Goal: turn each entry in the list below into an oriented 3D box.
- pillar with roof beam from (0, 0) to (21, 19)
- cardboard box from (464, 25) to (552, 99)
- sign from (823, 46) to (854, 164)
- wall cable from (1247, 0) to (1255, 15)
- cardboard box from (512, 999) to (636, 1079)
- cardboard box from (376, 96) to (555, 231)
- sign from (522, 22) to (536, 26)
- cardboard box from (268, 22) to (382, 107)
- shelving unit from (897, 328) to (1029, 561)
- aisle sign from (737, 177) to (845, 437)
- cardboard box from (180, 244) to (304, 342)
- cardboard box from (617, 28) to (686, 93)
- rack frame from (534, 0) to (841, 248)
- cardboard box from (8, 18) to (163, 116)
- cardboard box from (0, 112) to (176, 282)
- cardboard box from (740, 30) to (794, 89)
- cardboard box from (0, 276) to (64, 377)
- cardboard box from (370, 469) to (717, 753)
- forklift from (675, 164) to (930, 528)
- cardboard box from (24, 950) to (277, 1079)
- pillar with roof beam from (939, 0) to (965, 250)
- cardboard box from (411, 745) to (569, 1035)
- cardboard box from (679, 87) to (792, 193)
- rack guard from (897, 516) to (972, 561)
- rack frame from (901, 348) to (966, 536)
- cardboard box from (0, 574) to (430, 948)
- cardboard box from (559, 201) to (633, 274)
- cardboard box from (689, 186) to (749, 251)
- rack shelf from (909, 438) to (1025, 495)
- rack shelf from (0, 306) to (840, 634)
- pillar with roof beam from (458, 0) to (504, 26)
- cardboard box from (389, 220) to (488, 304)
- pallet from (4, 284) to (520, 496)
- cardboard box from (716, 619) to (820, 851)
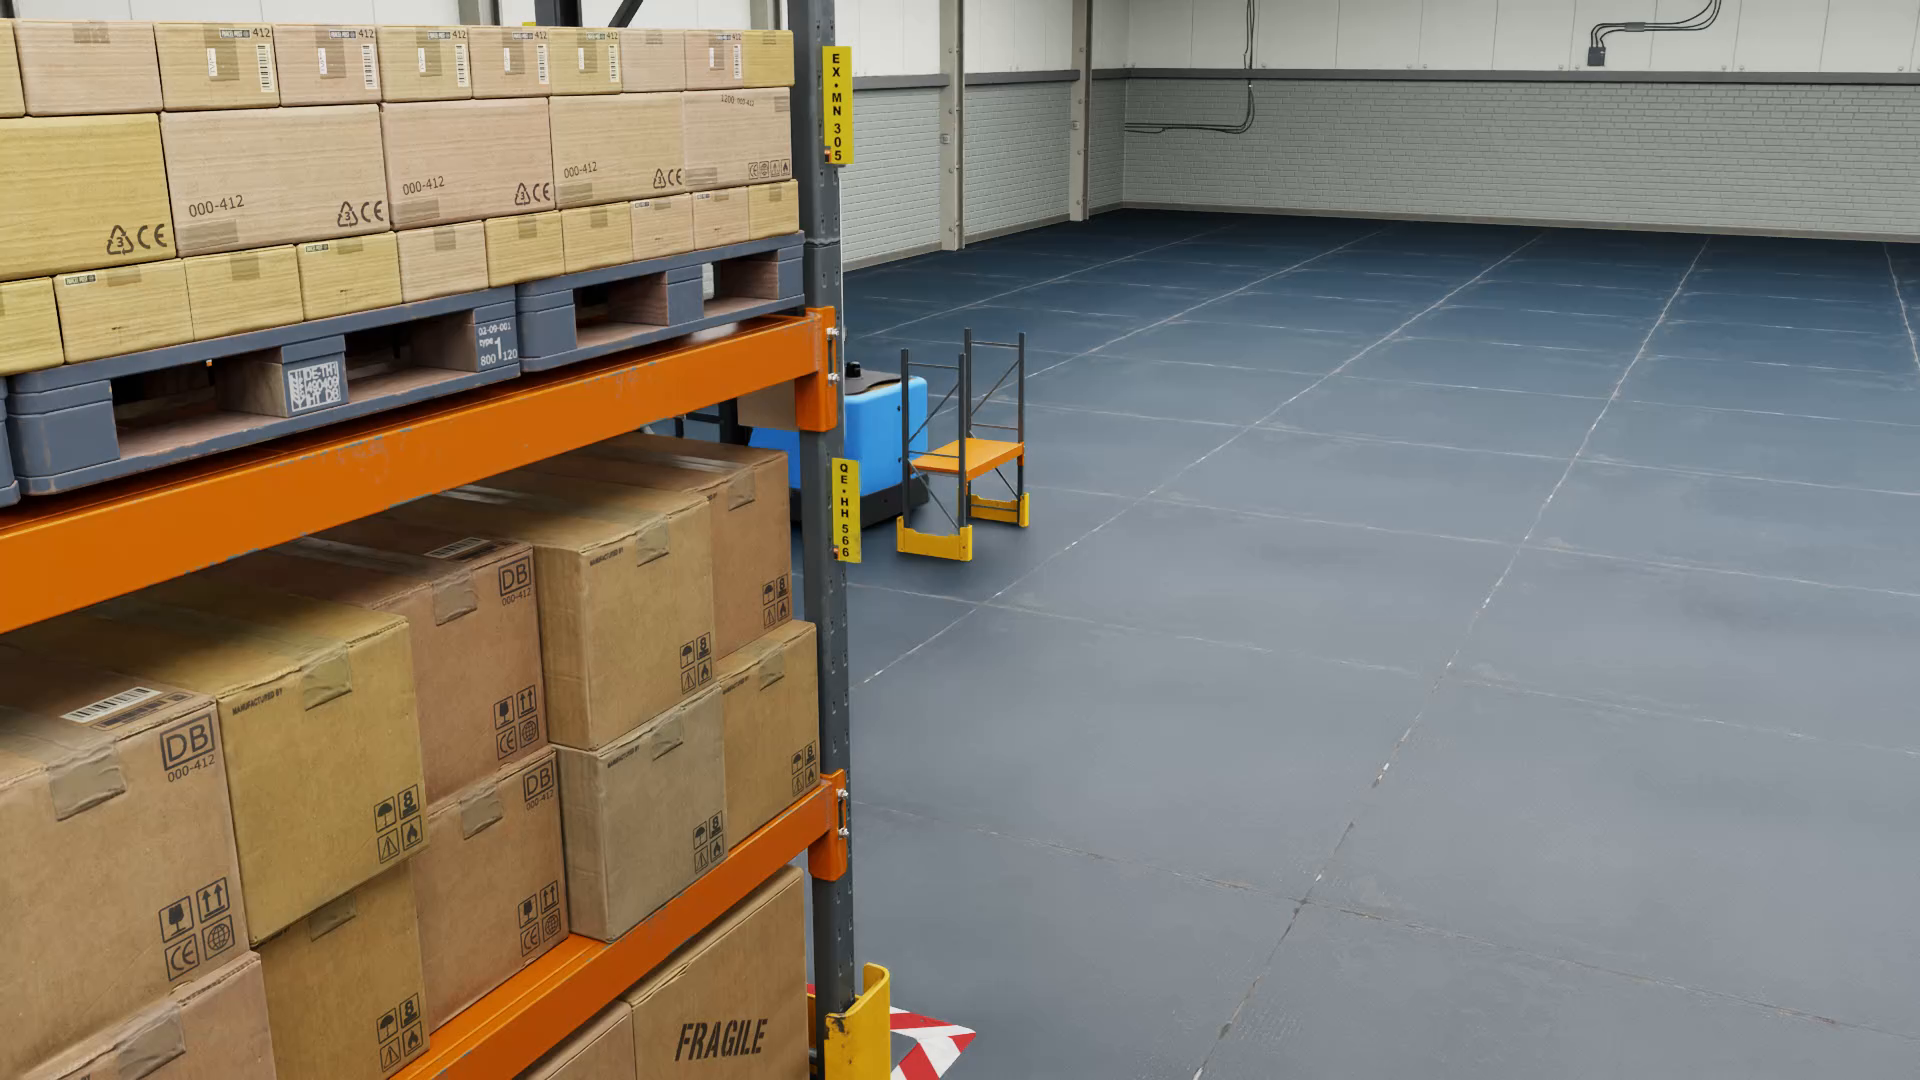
[{"bbox_3d":[-4.332,-4.522,11.945,9.100,9.000,0.400,8,18,25],"label":"pillar with roof beam"},{"bbox_3d":[-1.133,-1.056,3.670,0.380,0.149,0.250,8,18,26],"label":"cardboard box"},{"bbox_3d":[-0.352,-1.246,4.766,0.100,0.325,0.005,8,18,25],"label":"sign"},{"bbox_3d":[7.460,-12.354,34.896,3.097,2.526,0.112,8,18,25],"label":"wall cable"},{"bbox_3d":[-1.467,1.729,4.430,0.875,0.875,0.875,8,18,25],"label":"cardboard box"},{"bbox_3d":[-1.250,-0.837,3.632,0.500,0.250,0.500,8,18,25],"label":"cardboard box"},{"bbox_3d":[-1.325,-1.461,5.233,0.100,0.325,0.005,8,18,25],"label":"sign"},{"bbox_3d":[-1.360,-0.926,3.231,0.380,0.149,0.250,8,18,26],"label":"cardboard box"},{"bbox_3d":[0.034,-0.738,12.376,0.587,1.500,1.083,8,18,25],"label":"shelving unit"},{"bbox_3d":[-0.532,-0.720,5.115,0.394,0.787,0.004,8,18,25],"label":"aisle sign"},{"bbox_3d":[-1.473,-0.479,3.128,0.380,0.149,0.250,8,18,26],"label":"cardboard box"},{"bbox_3d":[-0.906,-1.185,4.106,0.380,0.149,0.250,8,19,26],"label":"cardboard box"},{"bbox_3d":[-0.832,-2.370,4.698,1.000,3.000,0.127,8,18,25],"label":"rack frame"},{"bbox_3d":[-1.585,-0.798,2.802,0.380,0.149,0.250,8,18,25],"label":"cardboard box"},{"bbox_3d":[-1.701,-0.579,2.766,0.500,0.250,0.500,8,18,25],"label":"cardboard box"},{"bbox_3d":[-0.678,-1.314,4.539,0.380,0.149,0.250,8,18,26],"label":"cardboard box"},{"bbox_3d":[-1.699,-0.351,2.697,0.380,0.149,0.250,8,18,24],"label":"cardboard box"},{"bbox_3d":[-1.195,0.158,4.565,0.875,0.550,0.550,8,18,25],"label":"cardboard box"},{"bbox_3d":[-1.754,-1.770,13.337,3.031,2.935,1.130,11,20,32],"label":"forklift"},{"bbox_3d":[-1.893,1.092,3.316,0.875,0.550,0.550,8,18,25],"label":"cardboard box"},{"bbox_3d":[3.711,-9.107,27.382,9.100,9.000,0.400,8,18,25],"label":"pillar with roof beam"},{"bbox_3d":[-1.546,0.804,4.286,0.875,0.550,0.550,8,18,25],"label":"cardboard box"},{"bbox_3d":[-0.800,-1.092,4.491,0.500,0.250,0.500,8,18,26],"label":"cardboard box"},{"bbox_3d":[-0.188,-0.012,12.127,0.587,0.250,0.087,8,18,25],"label":"rack guard"},{"bbox_3d":[-0.189,-0.611,11.948,0.500,1.500,0.032,8,18,25],"label":"rack frame"},{"bbox_3d":[-1.687,0.435,3.632,0.875,0.550,0.500,8,18,25],"label":"cardboard box"},{"bbox_3d":[-1.018,-0.739,4.004,0.380,0.149,0.250,8,18,26],"label":"cardboard box"},{"bbox_3d":[-0.790,-0.869,4.441,0.380,0.149,0.250,8,18,26],"label":"cardboard box"},{"bbox_3d":[0.038,-0.568,12.435,0.538,0.185,1.000,8,18,25],"label":"rack shelf"},{"bbox_3d":[-1.725,-0.078,3.513,1.077,0.370,4.000,8,18,25],"label":"rack shelf"},{"bbox_3d":[-1.651,-6.051,17.091,9.100,9.000,0.400,8,18,25],"label":"pillar with roof beam"},{"bbox_3d":[-1.245,-0.609,3.568,0.380,0.149,0.250,8,18,26],"label":"cardboard box"},{"bbox_3d":[-1.698,-0.387,3.447,1.003,0.211,1.213,8,18,25],"label":"pallet"},{"bbox_3d":[-0.957,0.534,5.194,0.875,0.550,0.550,8,18,25],"label":"cardboard box"}]
